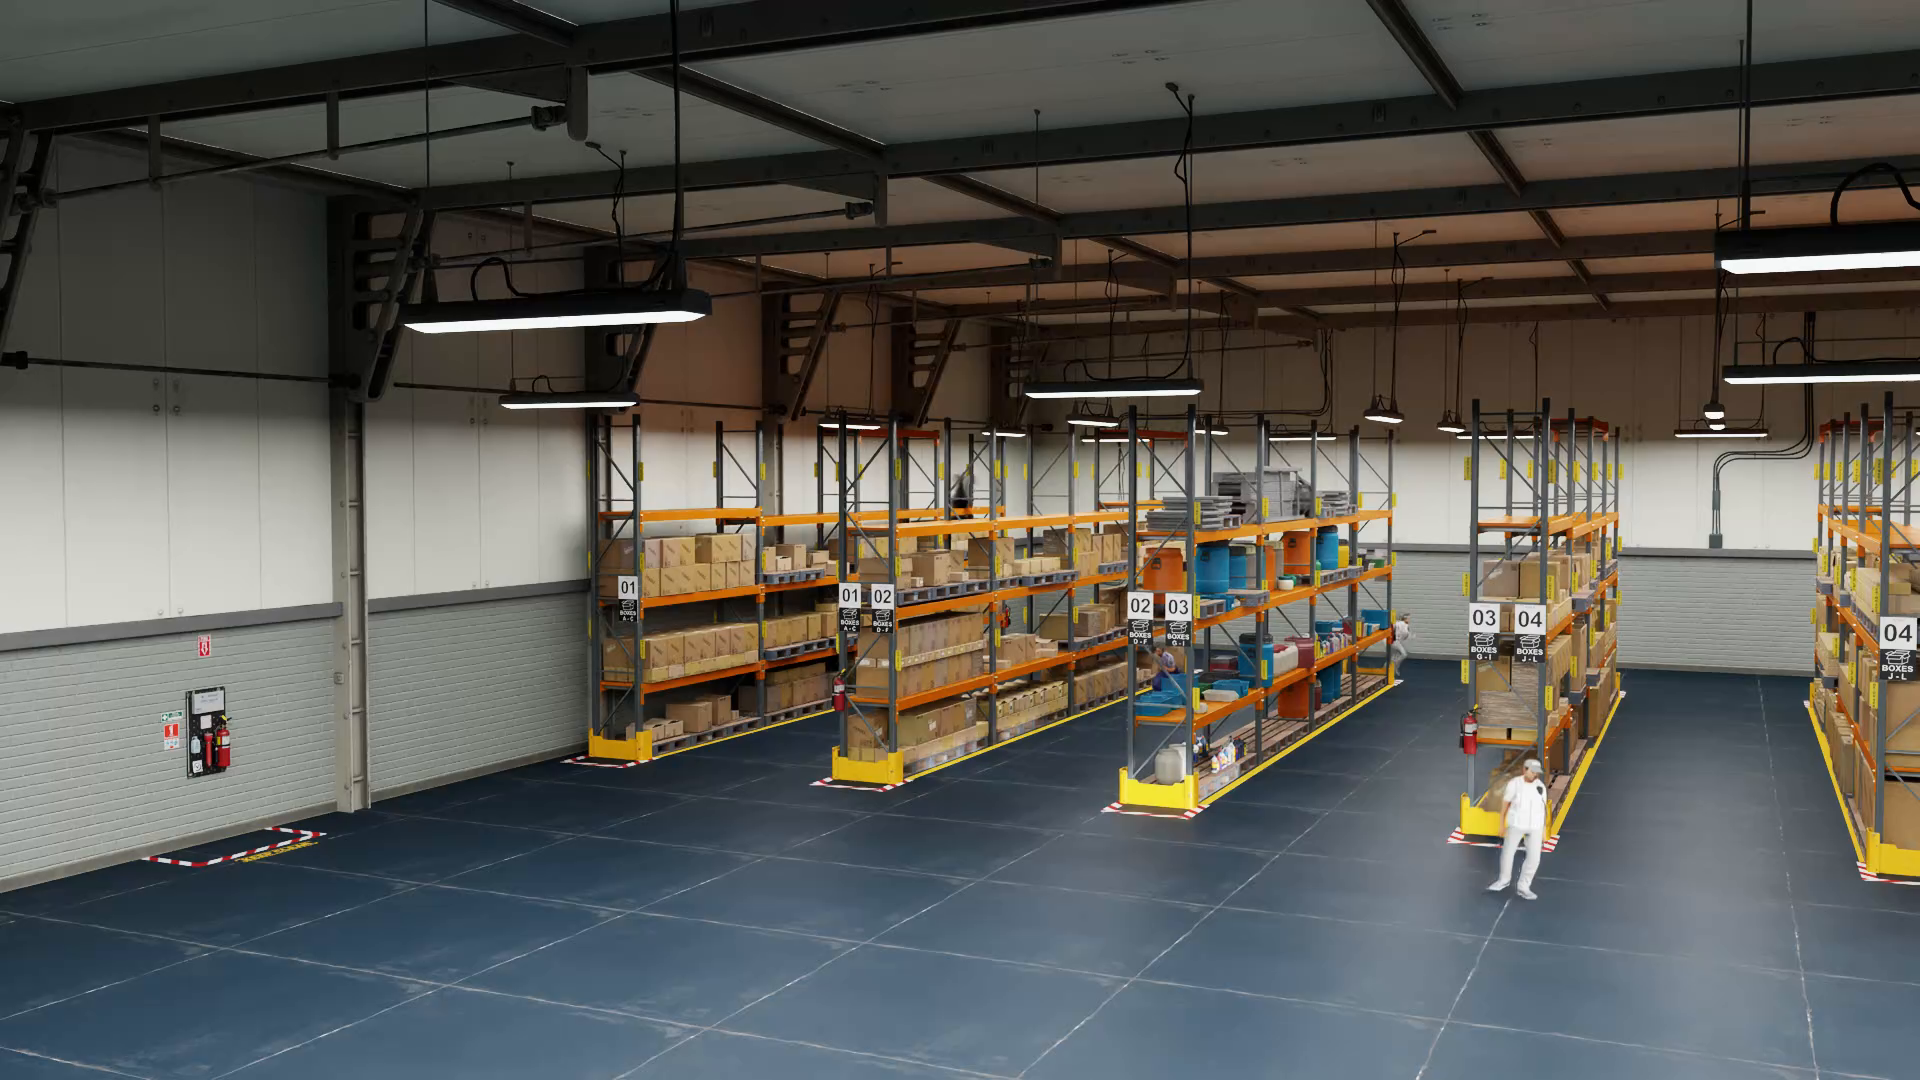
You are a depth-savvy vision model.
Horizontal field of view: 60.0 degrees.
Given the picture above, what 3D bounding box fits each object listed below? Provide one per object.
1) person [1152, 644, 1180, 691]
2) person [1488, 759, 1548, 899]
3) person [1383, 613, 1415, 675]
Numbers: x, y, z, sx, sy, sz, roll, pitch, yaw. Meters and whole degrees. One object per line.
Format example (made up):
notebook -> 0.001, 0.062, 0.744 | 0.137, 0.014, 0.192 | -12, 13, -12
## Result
person -> 4.393, 2.869, 34.933 | 0.589, 1.432, 1.097 | 2, 3, 38
person -> 6.570, 3.376, 19.562 | 0.614, 1.645, 0.513 | 0, 2, -1
person -> 10.785, 2.547, 40.953 | 0.880, 1.536, 0.622 | 2, 3, 38
